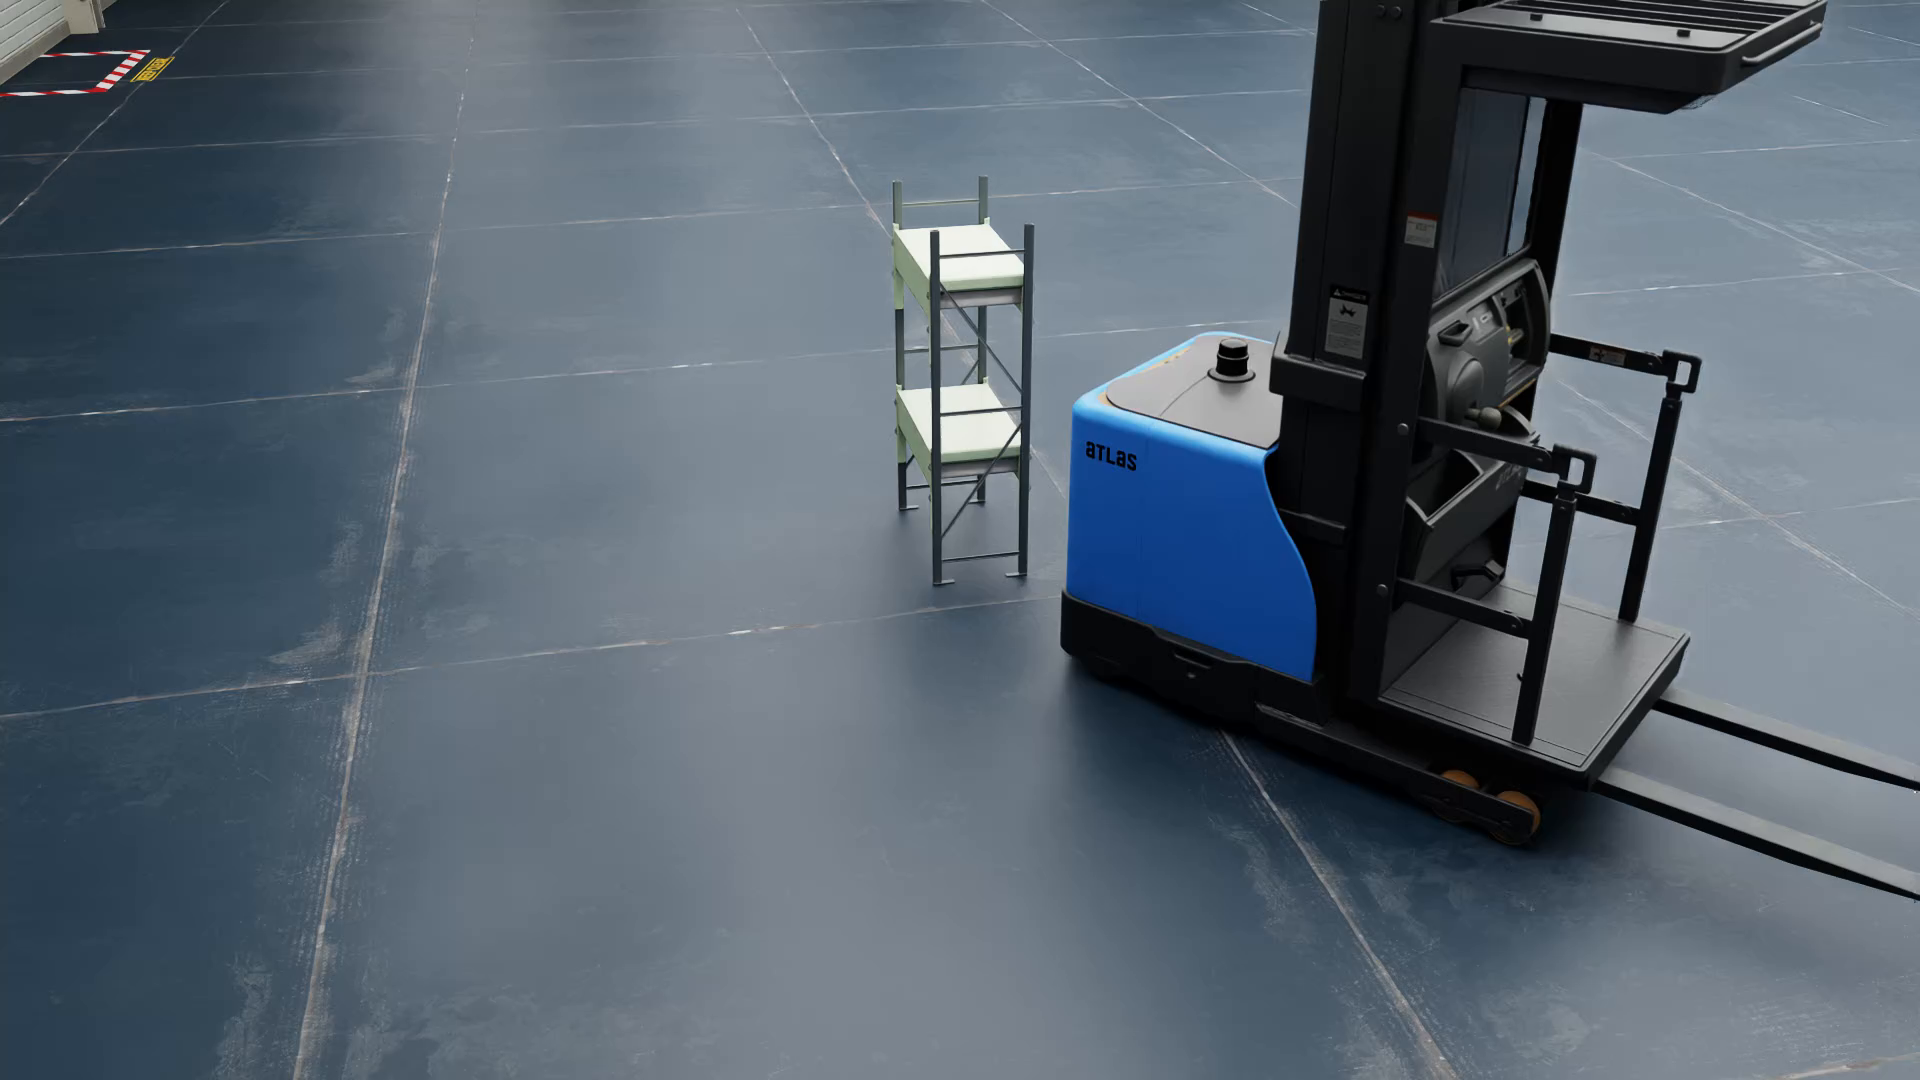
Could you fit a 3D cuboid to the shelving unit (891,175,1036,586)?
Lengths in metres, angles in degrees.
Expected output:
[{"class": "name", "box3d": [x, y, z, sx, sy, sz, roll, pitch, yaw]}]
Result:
[{"class": "shelving unit", "box3d": [0.002, -0.667, 6.906, 0.431, 1.500, 0.755, -6, 27, -12]}]

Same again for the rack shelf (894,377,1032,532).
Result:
[{"class": "rack shelf", "box3d": [0.002, -0.376, 7.053, 0.431, 0.370, 0.720, -6, 27, -12]}]

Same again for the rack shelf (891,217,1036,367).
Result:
[{"class": "rack shelf", "box3d": [0.002, -1.015, 6.730, 0.431, 0.370, 0.720, -6, 27, -12]}]

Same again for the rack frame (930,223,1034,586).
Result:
[{"class": "rack frame", "box3d": [0.084, -0.506, 6.588, 0.400, 1.500, 0.023, -6, 27, -12]}]

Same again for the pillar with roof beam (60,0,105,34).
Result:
[{"class": "pillar with roof beam", "box3d": [-5.500, -10.110, 17.294, 9.100, 9.000, 0.400, -6, 27, -12]}]

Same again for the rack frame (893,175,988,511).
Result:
[{"class": "rack frame", "box3d": [-0.081, -0.827, 7.225, 0.400, 1.500, 0.023, -6, 27, -12]}]

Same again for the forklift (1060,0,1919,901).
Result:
[{"class": "forklift", "box3d": [1.853, -0.606, 5.197, 3.031, 2.935, 1.130, 19, 33, 33]}]
